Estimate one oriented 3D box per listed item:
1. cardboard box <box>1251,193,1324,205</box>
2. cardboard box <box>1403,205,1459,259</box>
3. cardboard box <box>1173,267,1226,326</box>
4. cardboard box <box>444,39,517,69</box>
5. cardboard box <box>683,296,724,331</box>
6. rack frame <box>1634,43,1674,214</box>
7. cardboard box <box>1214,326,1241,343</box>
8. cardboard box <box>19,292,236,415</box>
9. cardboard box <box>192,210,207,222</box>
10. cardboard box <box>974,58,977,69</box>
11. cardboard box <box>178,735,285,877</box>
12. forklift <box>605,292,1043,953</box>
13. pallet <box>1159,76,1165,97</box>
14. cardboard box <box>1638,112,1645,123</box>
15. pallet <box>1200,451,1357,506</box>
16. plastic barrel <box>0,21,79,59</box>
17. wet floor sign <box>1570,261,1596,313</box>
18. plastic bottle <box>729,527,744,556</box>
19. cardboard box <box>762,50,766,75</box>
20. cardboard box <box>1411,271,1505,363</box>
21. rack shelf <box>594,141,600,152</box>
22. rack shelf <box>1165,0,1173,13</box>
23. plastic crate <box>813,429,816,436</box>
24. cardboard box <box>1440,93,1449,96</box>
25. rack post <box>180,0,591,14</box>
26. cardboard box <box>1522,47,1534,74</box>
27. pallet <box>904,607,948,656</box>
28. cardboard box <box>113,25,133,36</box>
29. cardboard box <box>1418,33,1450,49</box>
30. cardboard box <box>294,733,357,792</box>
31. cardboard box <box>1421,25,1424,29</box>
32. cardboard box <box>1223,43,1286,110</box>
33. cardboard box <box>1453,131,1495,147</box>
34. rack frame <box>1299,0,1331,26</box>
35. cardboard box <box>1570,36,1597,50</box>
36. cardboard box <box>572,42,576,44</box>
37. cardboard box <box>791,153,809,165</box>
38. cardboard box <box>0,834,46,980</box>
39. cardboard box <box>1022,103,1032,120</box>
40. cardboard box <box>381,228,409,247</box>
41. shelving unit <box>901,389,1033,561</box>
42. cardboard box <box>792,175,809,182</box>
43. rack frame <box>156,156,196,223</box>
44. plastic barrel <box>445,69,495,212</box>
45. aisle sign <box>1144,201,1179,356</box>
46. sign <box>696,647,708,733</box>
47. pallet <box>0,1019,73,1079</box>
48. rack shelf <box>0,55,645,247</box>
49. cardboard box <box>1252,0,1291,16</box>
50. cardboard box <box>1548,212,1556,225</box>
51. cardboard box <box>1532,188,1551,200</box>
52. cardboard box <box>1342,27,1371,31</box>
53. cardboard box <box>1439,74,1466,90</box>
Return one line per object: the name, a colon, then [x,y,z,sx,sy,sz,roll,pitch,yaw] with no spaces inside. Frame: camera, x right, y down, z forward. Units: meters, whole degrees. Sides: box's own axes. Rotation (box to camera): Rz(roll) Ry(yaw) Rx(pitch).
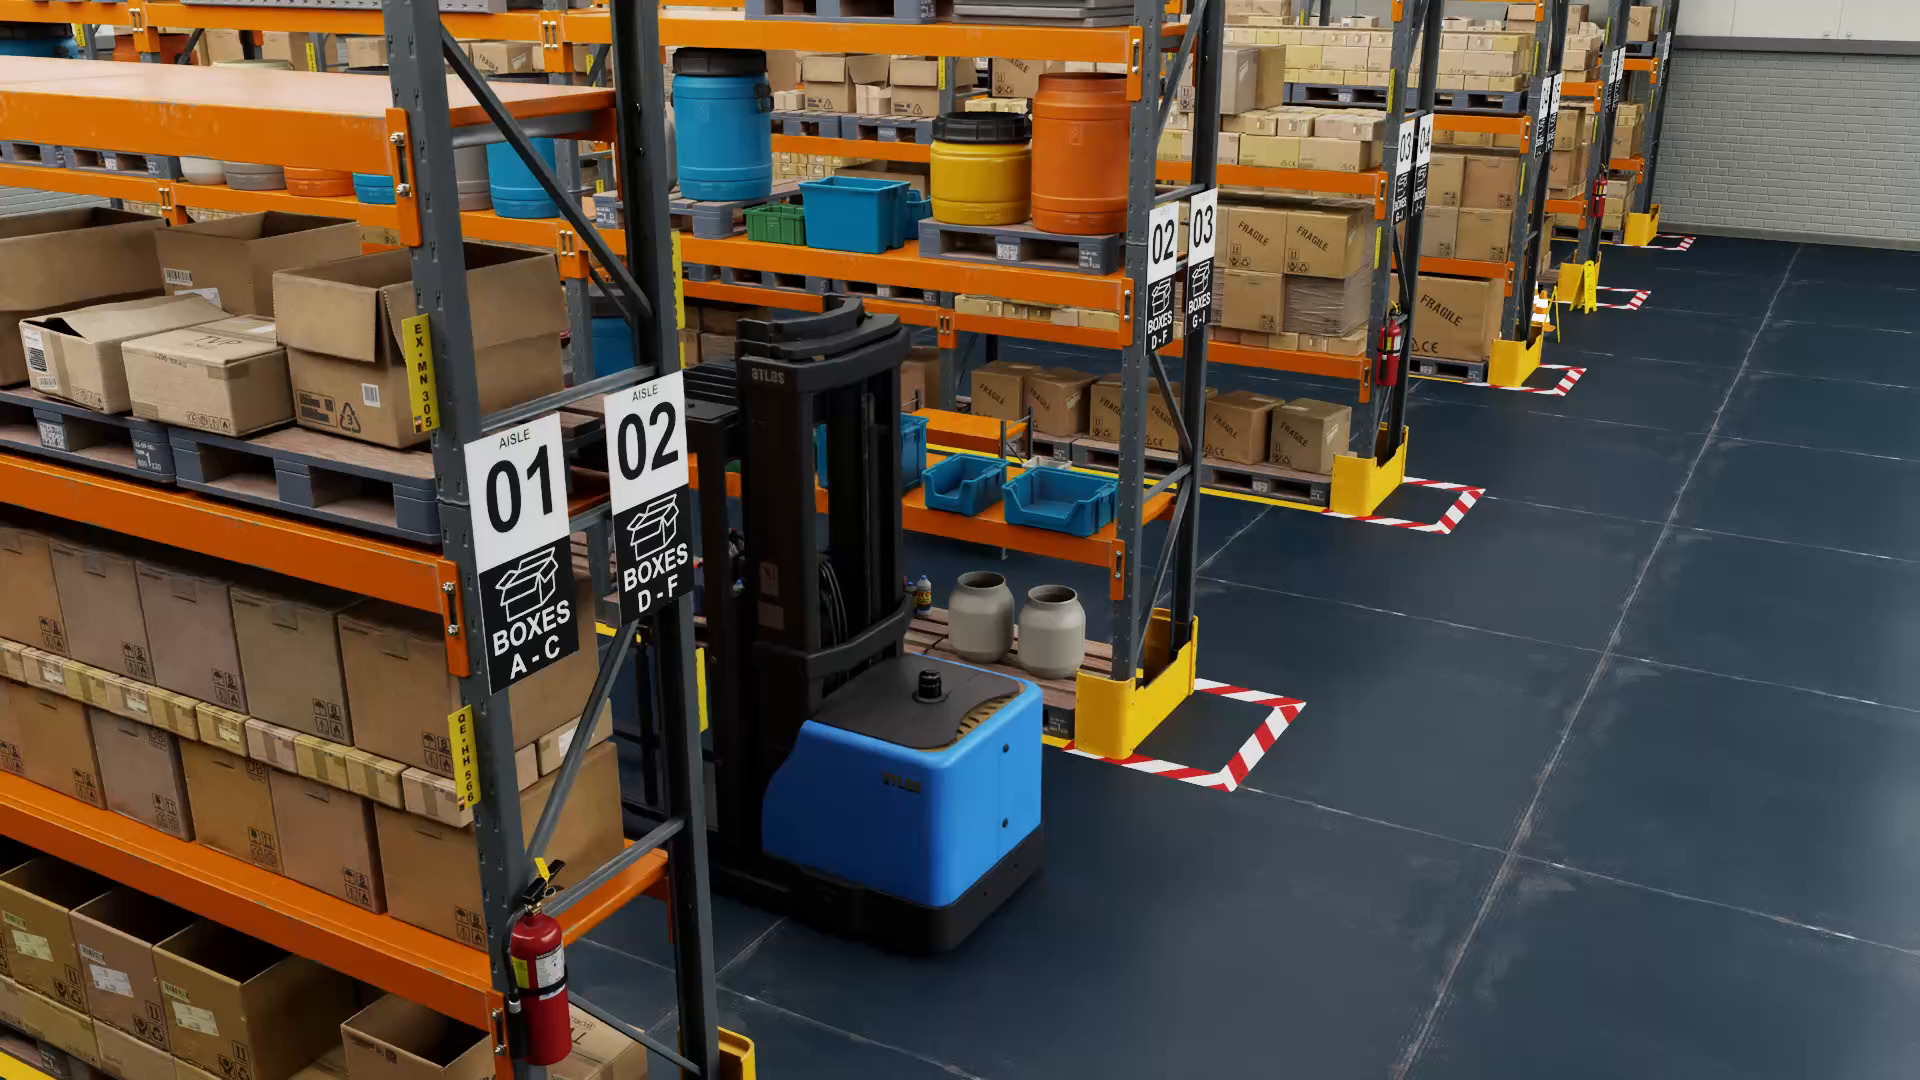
cardboard box: [2.821,-2.699,14.359,0.500,0.500,0.500,11,23,27]
cardboard box: [5.271,-3.448,18.252,0.550,0.550,0.875,11,23,27]
cardboard box: [2.224,-2.215,14.489,0.500,0.500,0.875,11,23,27]
cardboard box: [-5.177,-5.105,17.872,0.637,0.503,0.797,10,22,27]
cardboard box: [-2.784,-2.397,17.495,0.500,0.250,0.500,12,23,29]
rack frame: [10.851,-6.213,26.095,0.127,3.000,1.000,11,23,27]
cardboard box: [2.381,-1.821,14.354,0.250,0.149,0.380,11,23,27]
cardboard box: [-2.853,-0.673,5.733,0.500,0.311,0.500,14,24,34]
cardboard box: [-9.095,-3.957,20.243,0.250,0.149,0.380,11,22,27]
cardboard box: [0.086,-5.890,20.262,0.500,0.250,0.500,11,23,29]
cardboard box: [-2.526,0.865,6.435,0.500,0.500,0.700,11,23,28]
forklift: [-1.102,0.223,8.453,3.031,2.935,1.130,12,23,29]
pallet: [1.792,-5.368,19.645,1.217,0.209,0.805,10,22,25]
cardboard box: [10.682,-6.699,26.335,0.250,0.149,0.380,10,22,26]
pallet: [2.843,-0.632,14.798,1.213,0.211,1.003,11,23,27]
plastic barrel: [-7.726,-3.911,13.997,0.708,0.901,0.600,11,23,27]
wet floor sign: [8.078,-3.278,21.456,0.267,0.644,0.232,-16,26,-38]
plastic bottle: [-1.604,0.084,11.973,0.185,0.351,0.144,10,22,26]
cardboard box: [-2.215,-4.485,16.053,0.500,0.500,0.500,10,22,26]
cardboard box: [5.484,-2.536,18.458,0.875,0.875,0.875,11,23,28]
rack shelf: [-5.129,-4.520,18.082,4.000,0.370,1.077,11,23,27]
rack shelf: [0.870,-6.536,19.829,4.000,0.370,1.077,11,23,27]
plastic crate: [-0.766,-0.657,11.164,0.437,0.136,0.530,11,23,27]
cardboard box: [7.984,-7.353,27.703,0.250,0.149,0.380,10,22,26]
rack post: [-4.068,-4.191,11.430,3.121,1.000,1.013,11,23,27]
cardboard box: [5.812,-5.125,17.717,0.500,0.250,0.500,11,23,27]
pallet: [-0.671,0.662,11.230,1.213,0.211,1.003,11,23,27]
cardboard box: [-9.887,-6.077,20.410,0.500,0.500,0.700,9,22,24]
cardboard box: [4.981,-5.238,17.444,0.250,0.149,0.380,11,23,28]
cardboard box: [-2.113,0.719,5.885,0.250,0.149,0.380,10,22,27]
cardboard box: [7.603,-8.250,26.916,0.250,0.149,0.380,11,23,28]
cardboard box: [2.437,-3.944,14.124,0.500,0.500,0.500,11,23,27]
cardboard box: [6.948,-5.552,22.224,0.500,0.500,0.700,10,22,27]
rack frame: [4.942,-8.220,22.830,0.127,3.000,1.000,11,23,27]
cardboard box: [7.995,-6.370,21.327,0.250,0.149,0.380,11,23,28]
cardboard box: [-5.344,-6.906,23.092,0.500,0.250,0.500,10,22,25]
cardboard box: [-1.974,-4.965,21.533,0.250,0.149,0.380,12,23,29]
cardboard box: [-4.033,1.492,7.169,0.500,0.500,0.500,11,23,27]
cardboard box: [0.735,-3.755,14.556,0.250,0.149,0.380,11,23,28]
cardboard box: [-6.156,-3.593,18.725,0.500,0.500,0.500,11,23,27]
shelving unit: [-0.006,-0.530,13.176,1.048,1.125,0.538,11,23,27]
cardboard box: [-1.972,-4.684,21.631,0.250,0.149,0.380,11,23,28]
rack frame: [-5.799,-1.641,13.489,0.127,3.000,1.000,11,23,27]
plastic barrel: [-3.427,-2.750,11.413,0.600,0.901,0.600,0,20,0]
aisle sign: [1.103,-1.432,9.101,0.004,0.787,0.394,11,23,27]
sign: [-0.958,0.555,6.050,0.005,0.325,0.100,11,23,27]
pallet: [-4.052,1.954,7.668,1.213,0.211,1.003,11,23,27]
rack shelf: [-2.980,-1.463,5.843,4.000,0.370,1.077,11,23,27]
cardboard box: [5.269,-8.883,28.146,0.500,0.500,0.500,11,23,29]
cardboard box: [9.425,-5.274,26.921,0.500,0.250,0.500,11,23,28]
cardboard box: [7.728,-4.624,22.083,0.250,0.149,0.380,10,22,27]
cardboard box: [4.417,-5.603,18.449,0.250,0.149,0.380,11,23,28]
cardboard box: [5.208,-4.820,17.461,0.250,0.149,0.380,11,23,28]
